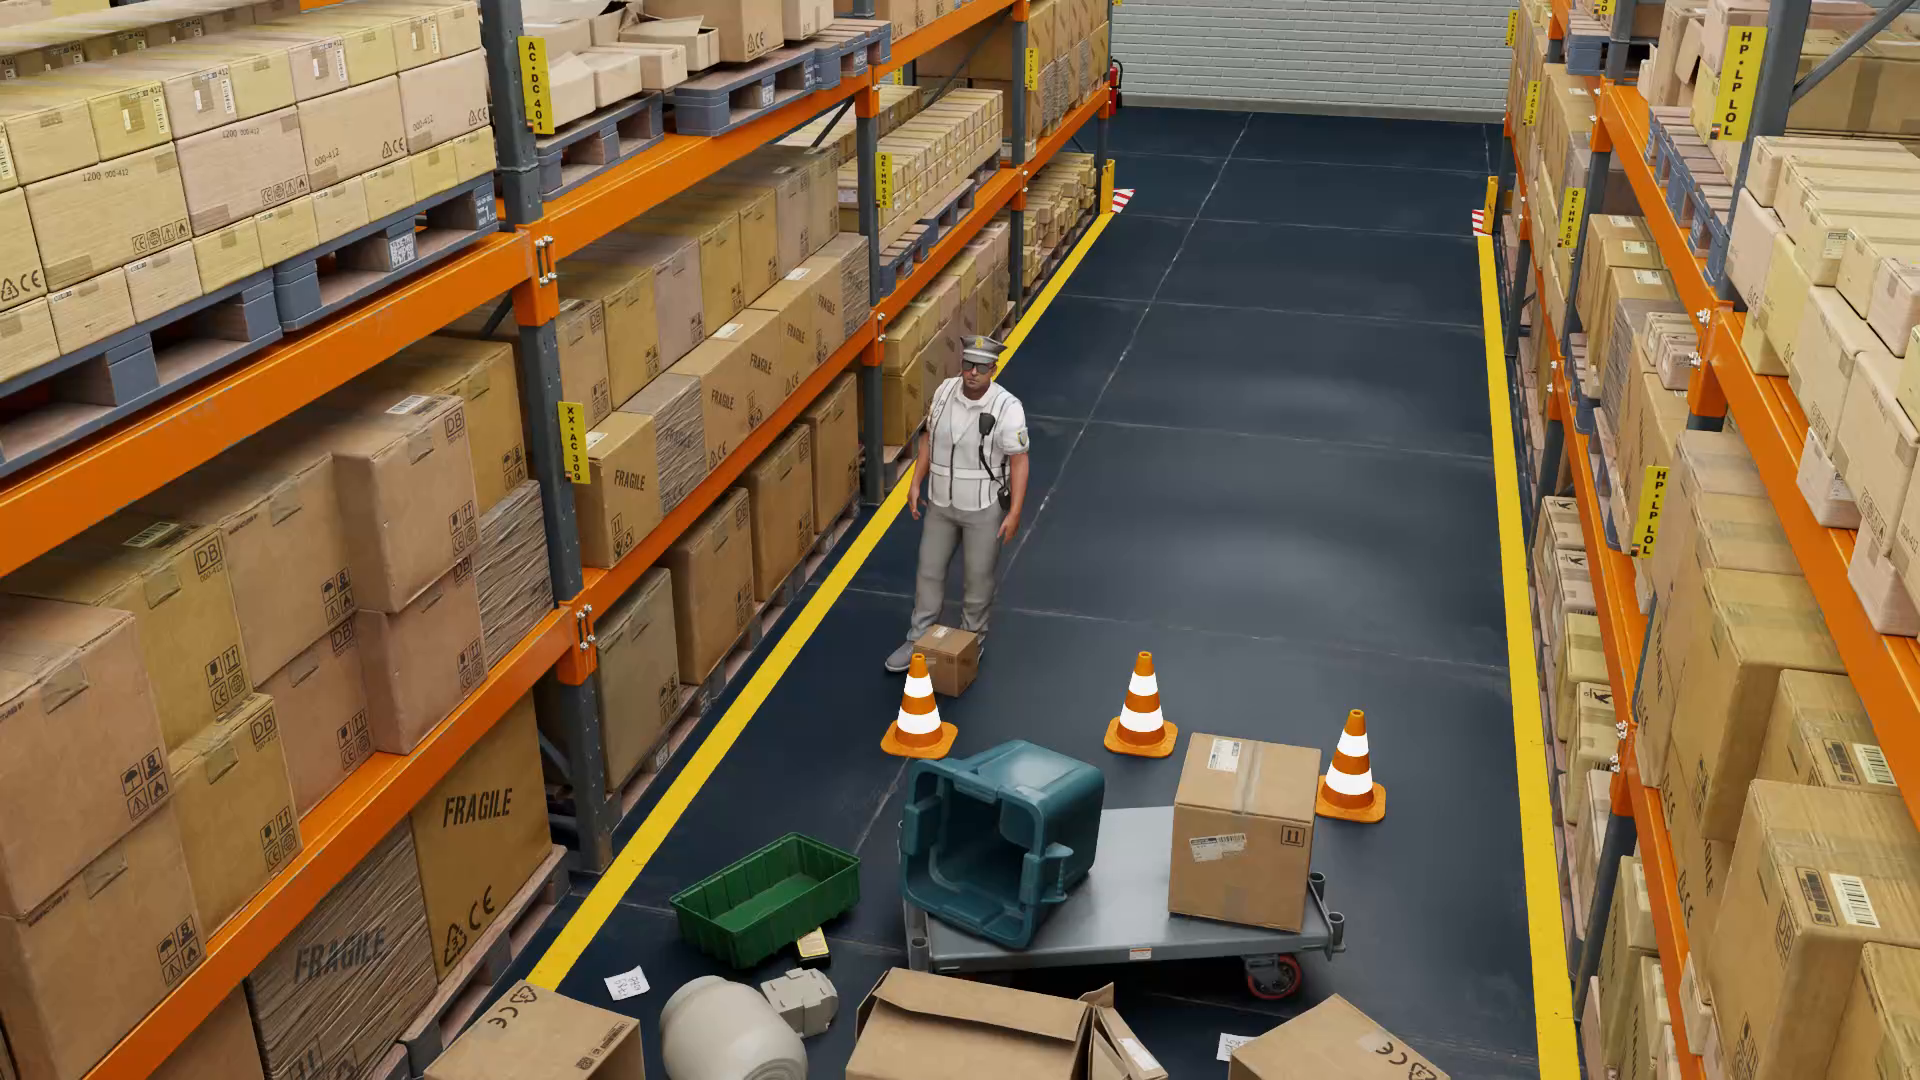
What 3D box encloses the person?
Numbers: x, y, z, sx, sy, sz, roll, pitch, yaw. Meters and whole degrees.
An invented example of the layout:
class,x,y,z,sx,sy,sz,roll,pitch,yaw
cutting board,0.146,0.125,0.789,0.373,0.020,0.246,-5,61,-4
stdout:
class,x,y,z,sx,sy,sz,roll,pitch,yaw
person,-0.004,-0.168,8.404,0.642,1.779,0.573,12,28,24
